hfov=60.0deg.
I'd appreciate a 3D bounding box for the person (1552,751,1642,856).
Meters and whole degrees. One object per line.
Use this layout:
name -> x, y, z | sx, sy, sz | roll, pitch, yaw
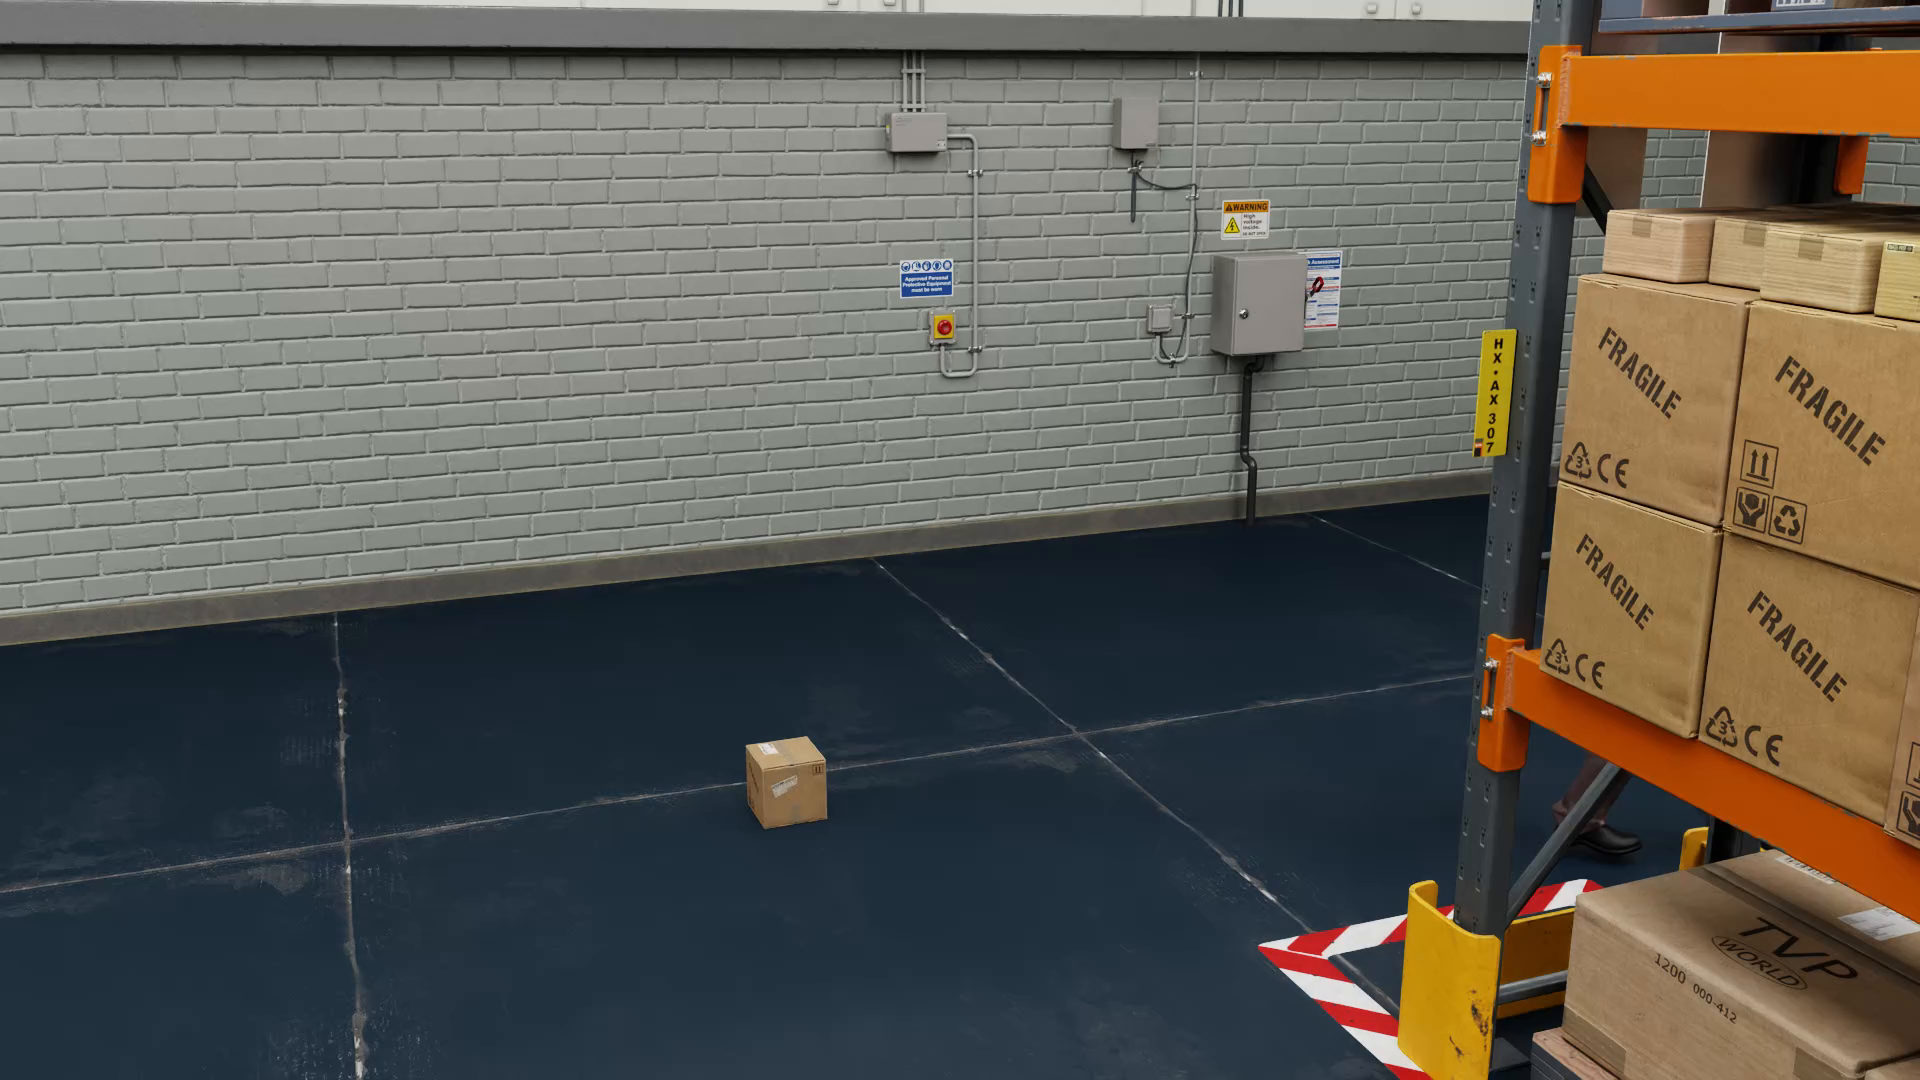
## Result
person -> 2.655, 0.321, 5.852 | 0.968, 1.671, 0.553 | 3, 16, 11
